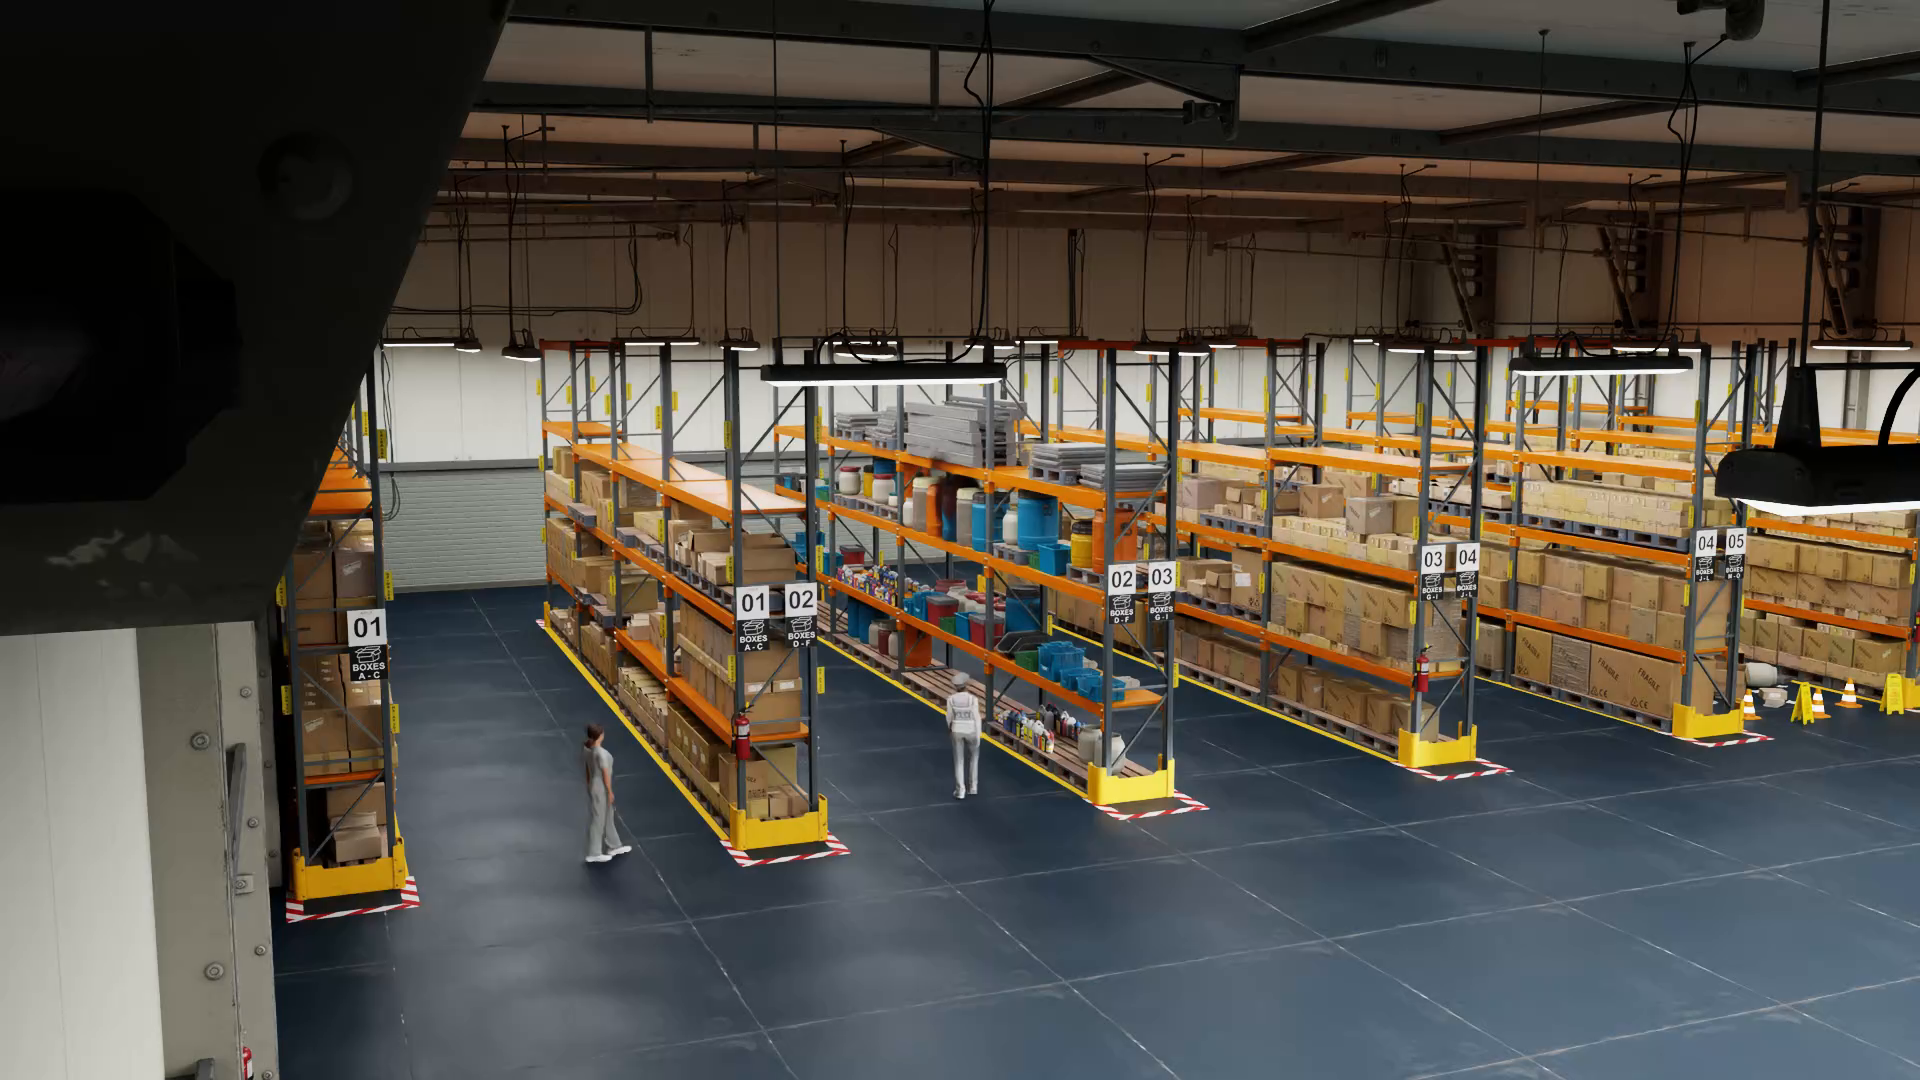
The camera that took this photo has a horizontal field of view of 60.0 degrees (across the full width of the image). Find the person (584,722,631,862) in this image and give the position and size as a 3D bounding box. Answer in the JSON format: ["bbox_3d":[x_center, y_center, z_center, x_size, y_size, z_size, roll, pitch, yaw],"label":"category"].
[{"bbox_3d":[-4.169,2.961,19.668,0.576,1.671,0.480,-3,8,-21],"label":"person"}]

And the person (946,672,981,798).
[{"bbox_3d":[0.053,2.630,22.270,0.486,1.752,0.550,1,7,4],"label":"person"}]
